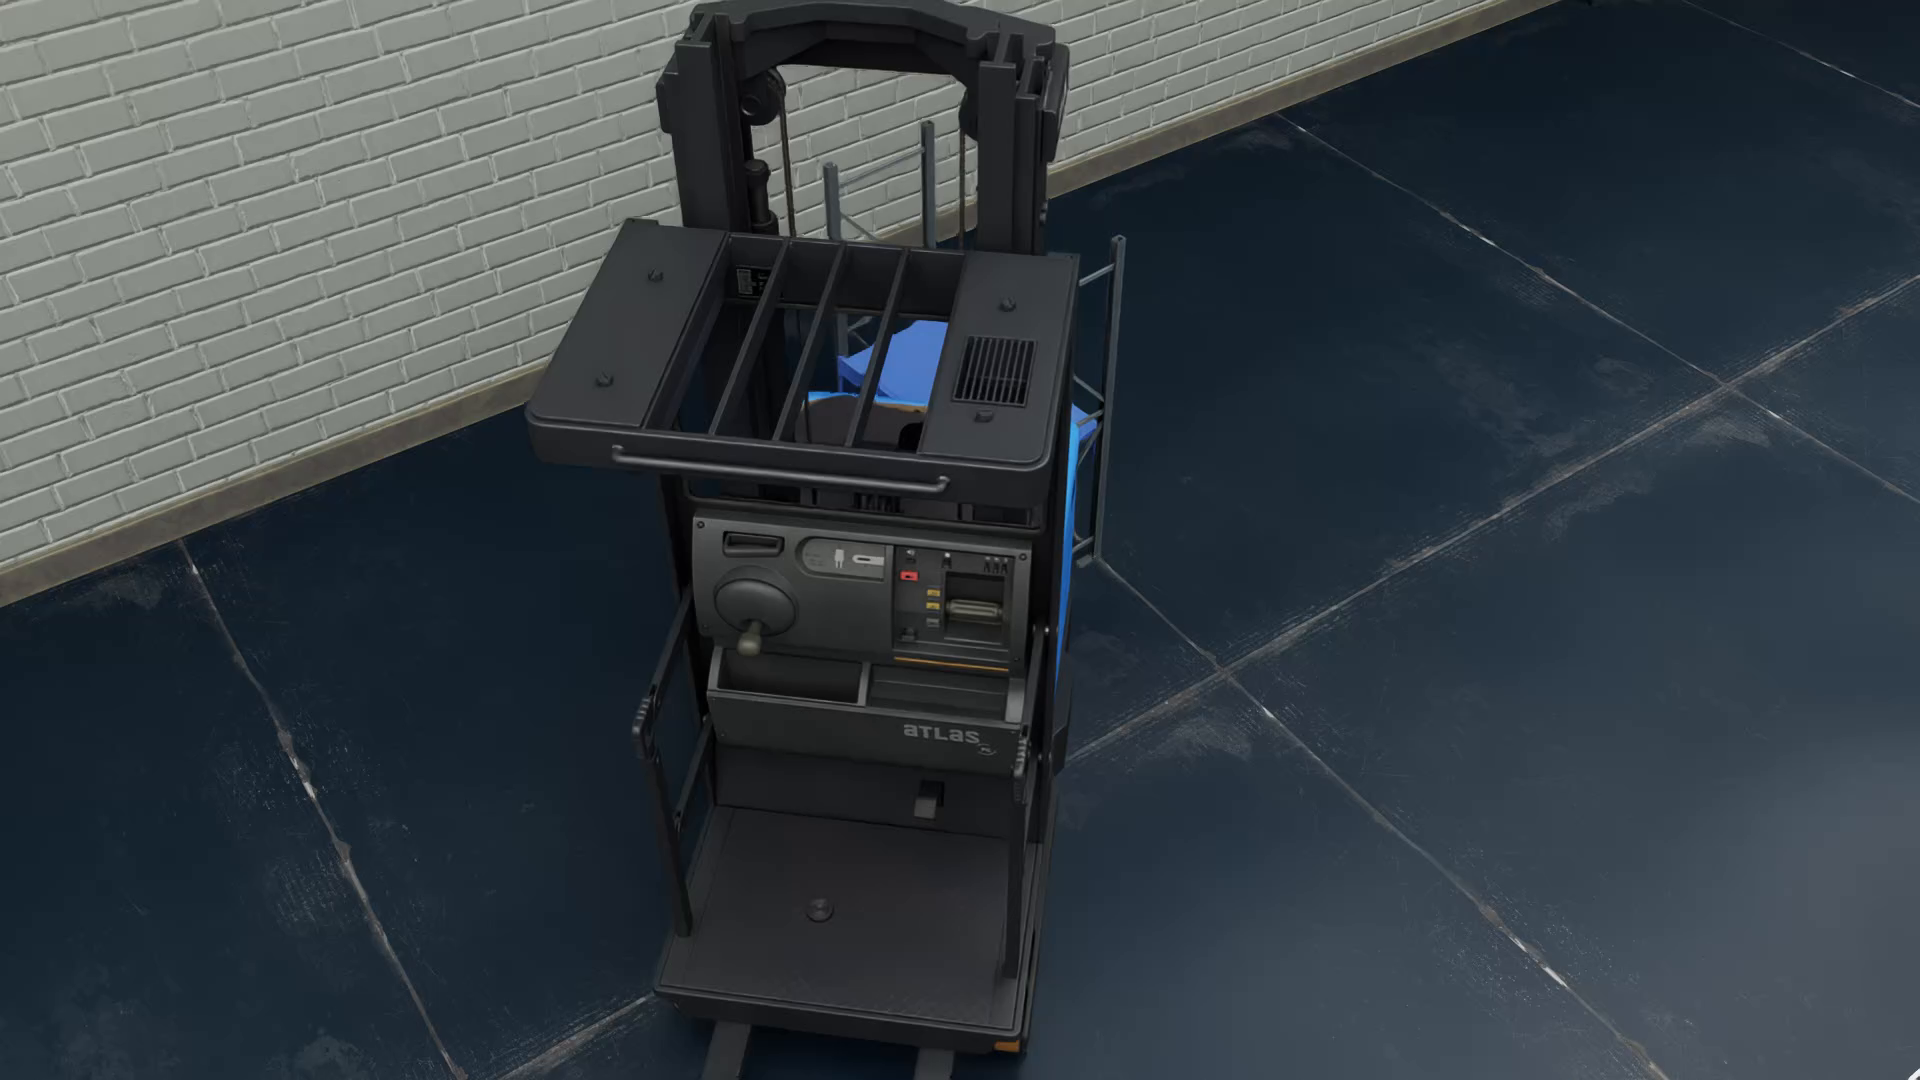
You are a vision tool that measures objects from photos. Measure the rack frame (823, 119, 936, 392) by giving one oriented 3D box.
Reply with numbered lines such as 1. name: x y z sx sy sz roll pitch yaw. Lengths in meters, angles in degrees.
1. rack frame: -0.295 -0.913 6.621 0.500 1.500 0.032 -30 51 -28

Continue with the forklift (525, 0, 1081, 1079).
1. forklift: -0.300 0.239 4.377 1.130 2.935 3.031 6 44 6

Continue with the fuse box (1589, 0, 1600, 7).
1. fuse box: 3.920 -3.893 9.589 0.539 1.711 0.414 -26 49 -24

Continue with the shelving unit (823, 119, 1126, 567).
1. shelving unit: 0.035 -0.646 6.341 0.538 1.500 1.048 -30 51 -28

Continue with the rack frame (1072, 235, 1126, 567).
1. rack frame: 0.365 -0.379 6.061 0.500 1.500 0.032 -30 51 -28

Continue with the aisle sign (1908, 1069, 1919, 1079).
1. aisle sign: 1.068 0.722 1.939 0.394 0.787 0.004 -26 49 -24

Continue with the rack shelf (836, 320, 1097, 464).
1. rack shelf: 0.035 -0.516 6.465 0.538 0.185 1.000 -30 51 -28
